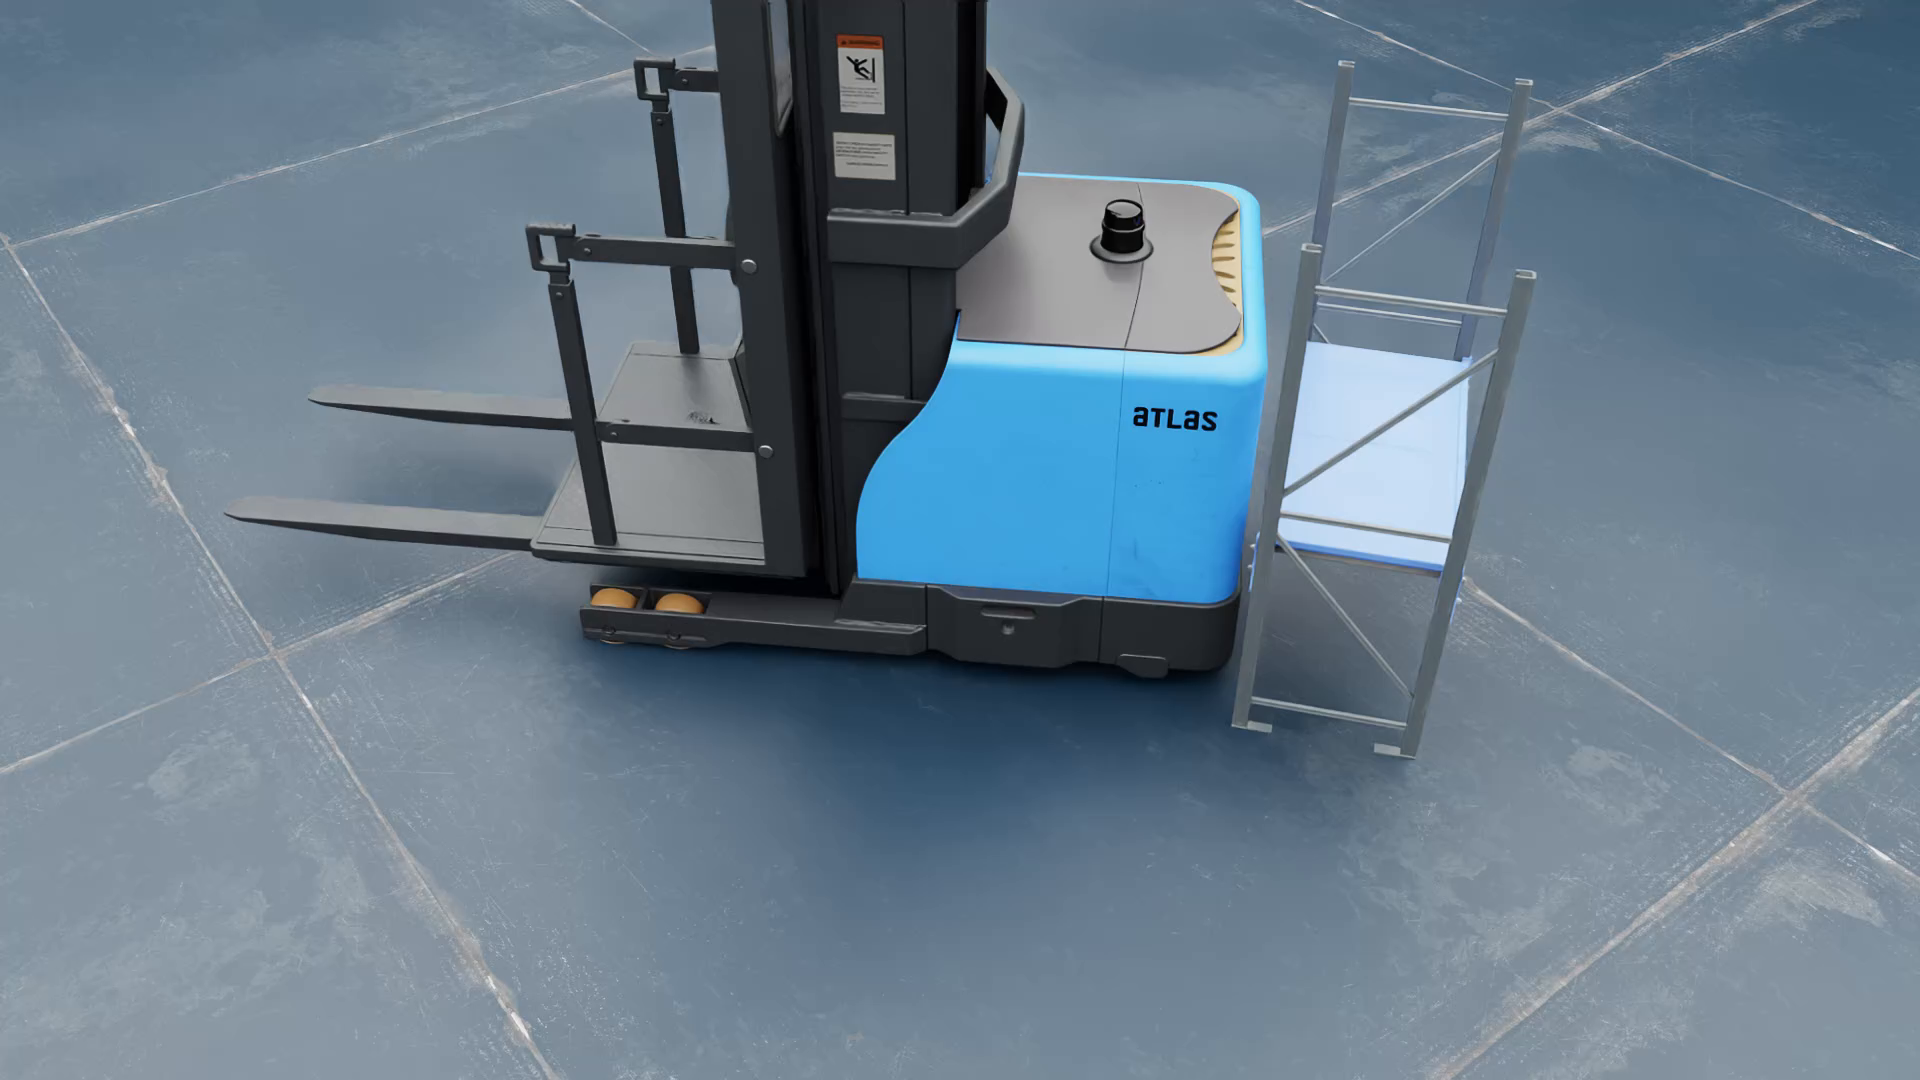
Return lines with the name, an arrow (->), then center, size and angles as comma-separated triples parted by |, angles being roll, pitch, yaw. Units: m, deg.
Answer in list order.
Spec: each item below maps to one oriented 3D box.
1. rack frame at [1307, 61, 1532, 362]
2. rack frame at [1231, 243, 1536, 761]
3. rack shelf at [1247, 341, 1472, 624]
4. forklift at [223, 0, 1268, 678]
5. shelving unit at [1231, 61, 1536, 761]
rack frame -> 1.252, -0.654, 4.864 | 0.500, 1.500, 0.032 | 9, 40, 11
rack frame -> 0.998, -0.029, 4.103 | 0.500, 1.500, 0.032 | 9, 40, 11
rack shelf -> 1.125, -0.203, 4.598 | 0.538, 0.185, 1.000 | 9, 40, 11
forklift -> -0.676, -1.142, 4.331 | 3.031, 2.935, 1.130 | 4, 40, 5
shelving unit -> 1.125, -0.342, 4.484 | 0.538, 1.500, 1.048 | 9, 40, 11
